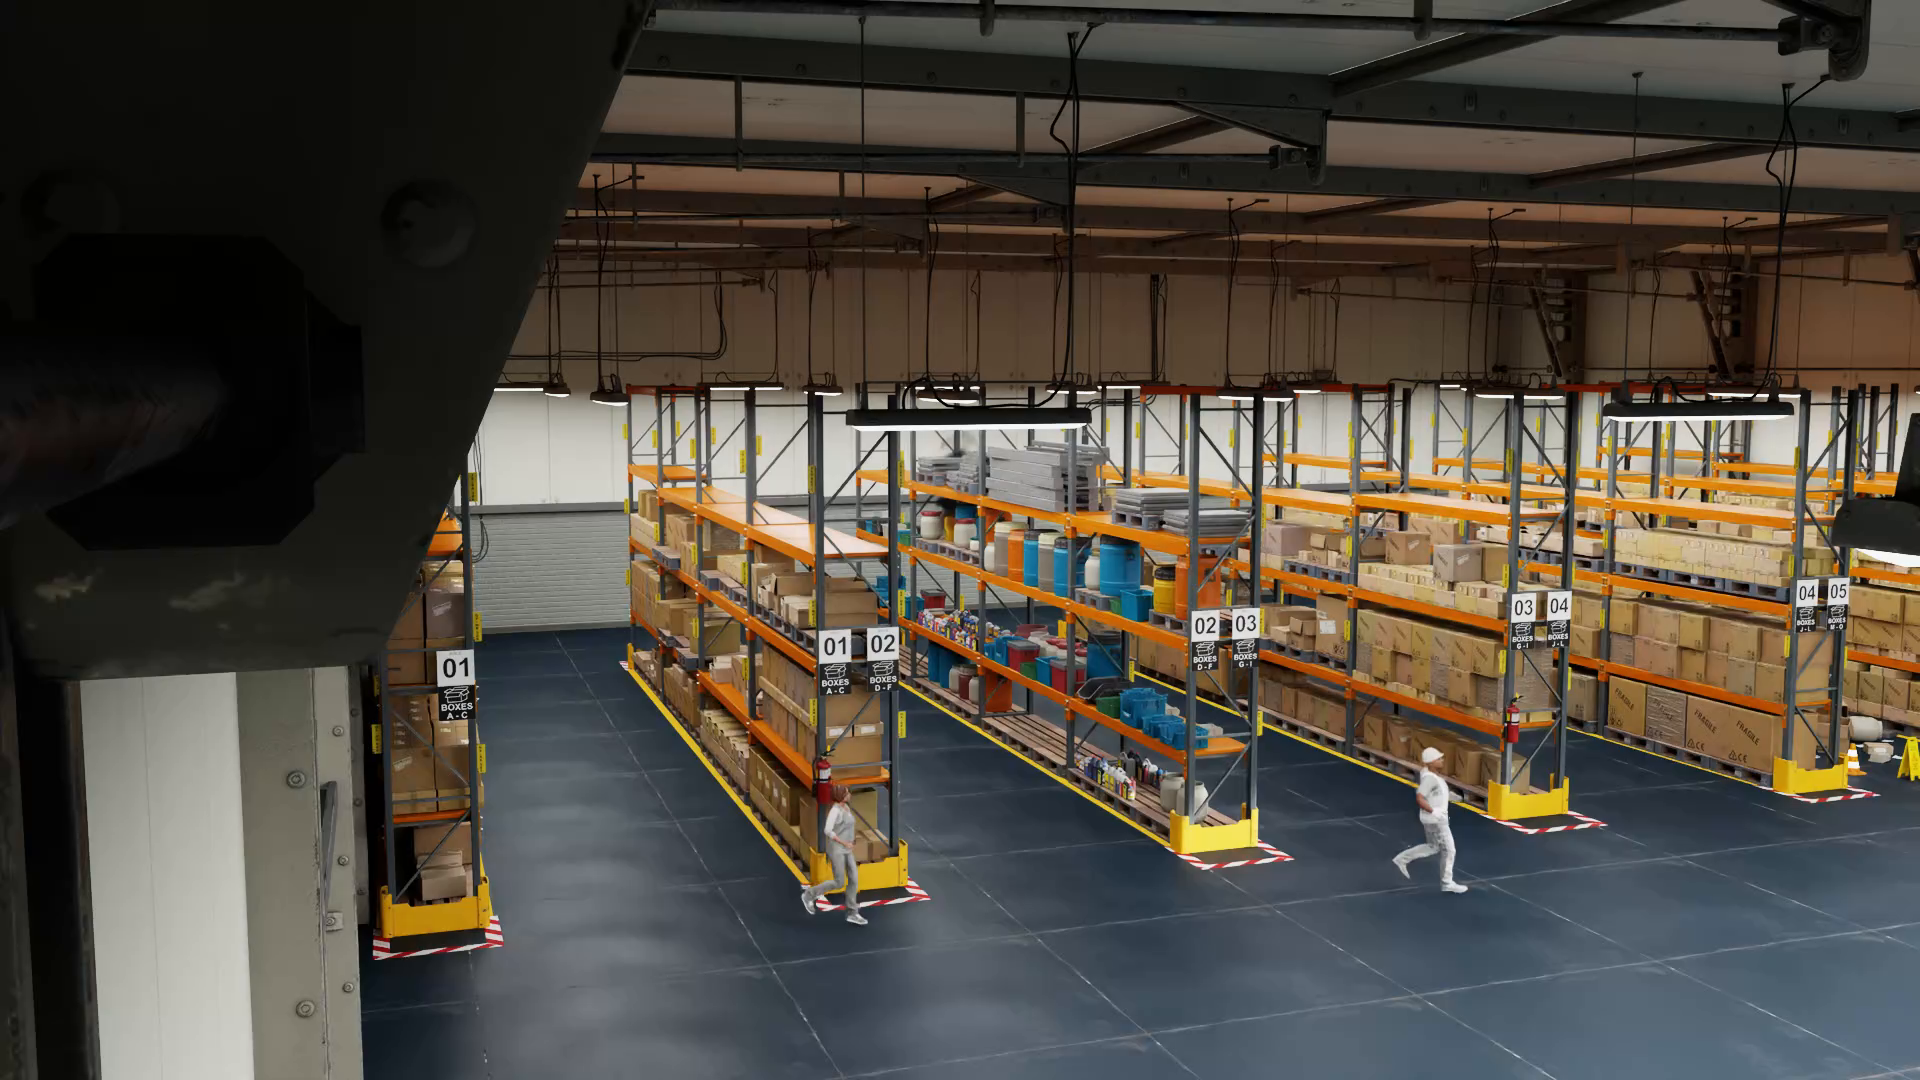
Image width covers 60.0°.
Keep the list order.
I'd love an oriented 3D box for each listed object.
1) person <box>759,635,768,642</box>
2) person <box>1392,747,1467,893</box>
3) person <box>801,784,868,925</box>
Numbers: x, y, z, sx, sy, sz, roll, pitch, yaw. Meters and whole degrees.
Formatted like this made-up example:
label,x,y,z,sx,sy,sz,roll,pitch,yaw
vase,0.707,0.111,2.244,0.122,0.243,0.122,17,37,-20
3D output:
label,x,y,z,sx,sy,sz,roll,pitch,yaw
person,-4.246,1.908,34.839,0.581,1.664,0.969,-5,8,-42
person,5.706,3.382,20.131,0.886,1.757,0.698,1,6,12
person,-1.380,3.591,19.132,0.803,1.535,0.601,2,6,16
